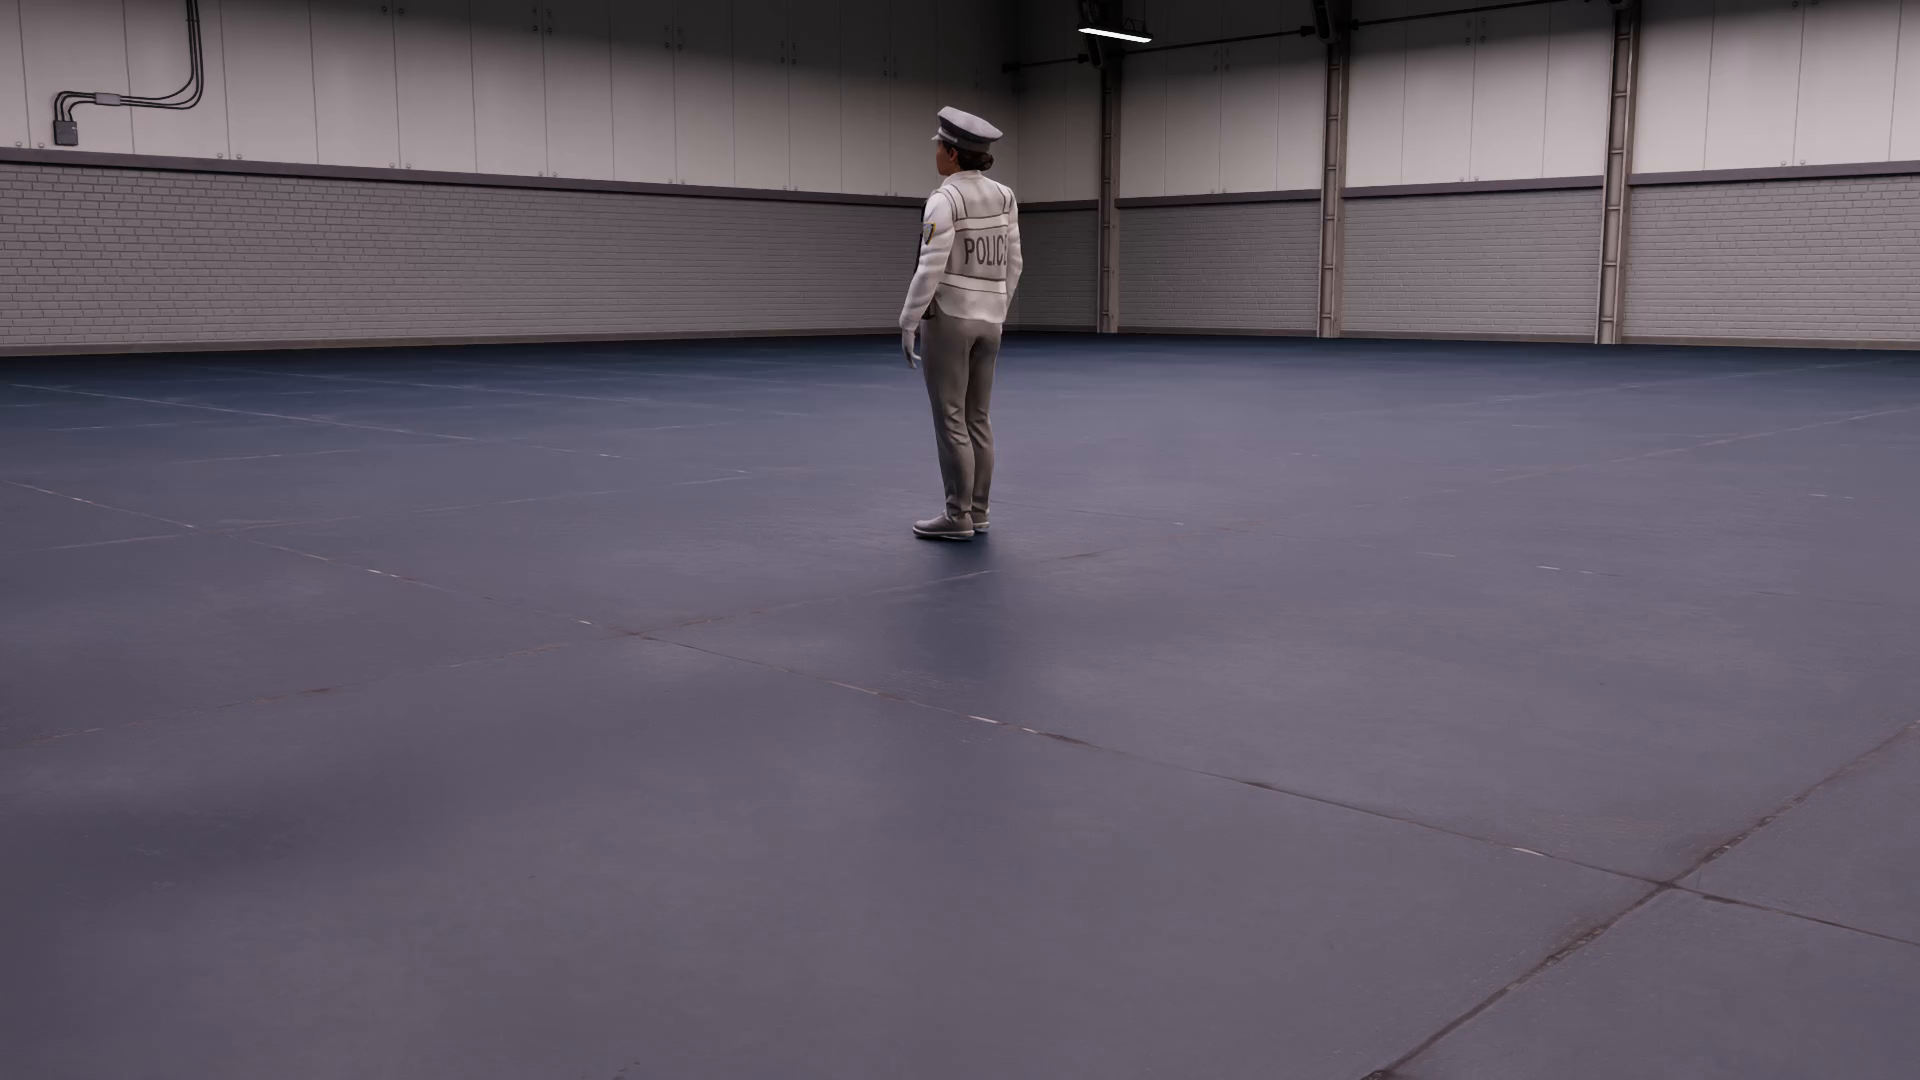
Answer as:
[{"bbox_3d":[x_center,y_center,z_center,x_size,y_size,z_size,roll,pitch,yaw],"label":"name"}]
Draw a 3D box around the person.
[{"bbox_3d":[-0.045,-0.853,6.643,0.530,1.694,0.586,8,12,43],"label":"person"}]
